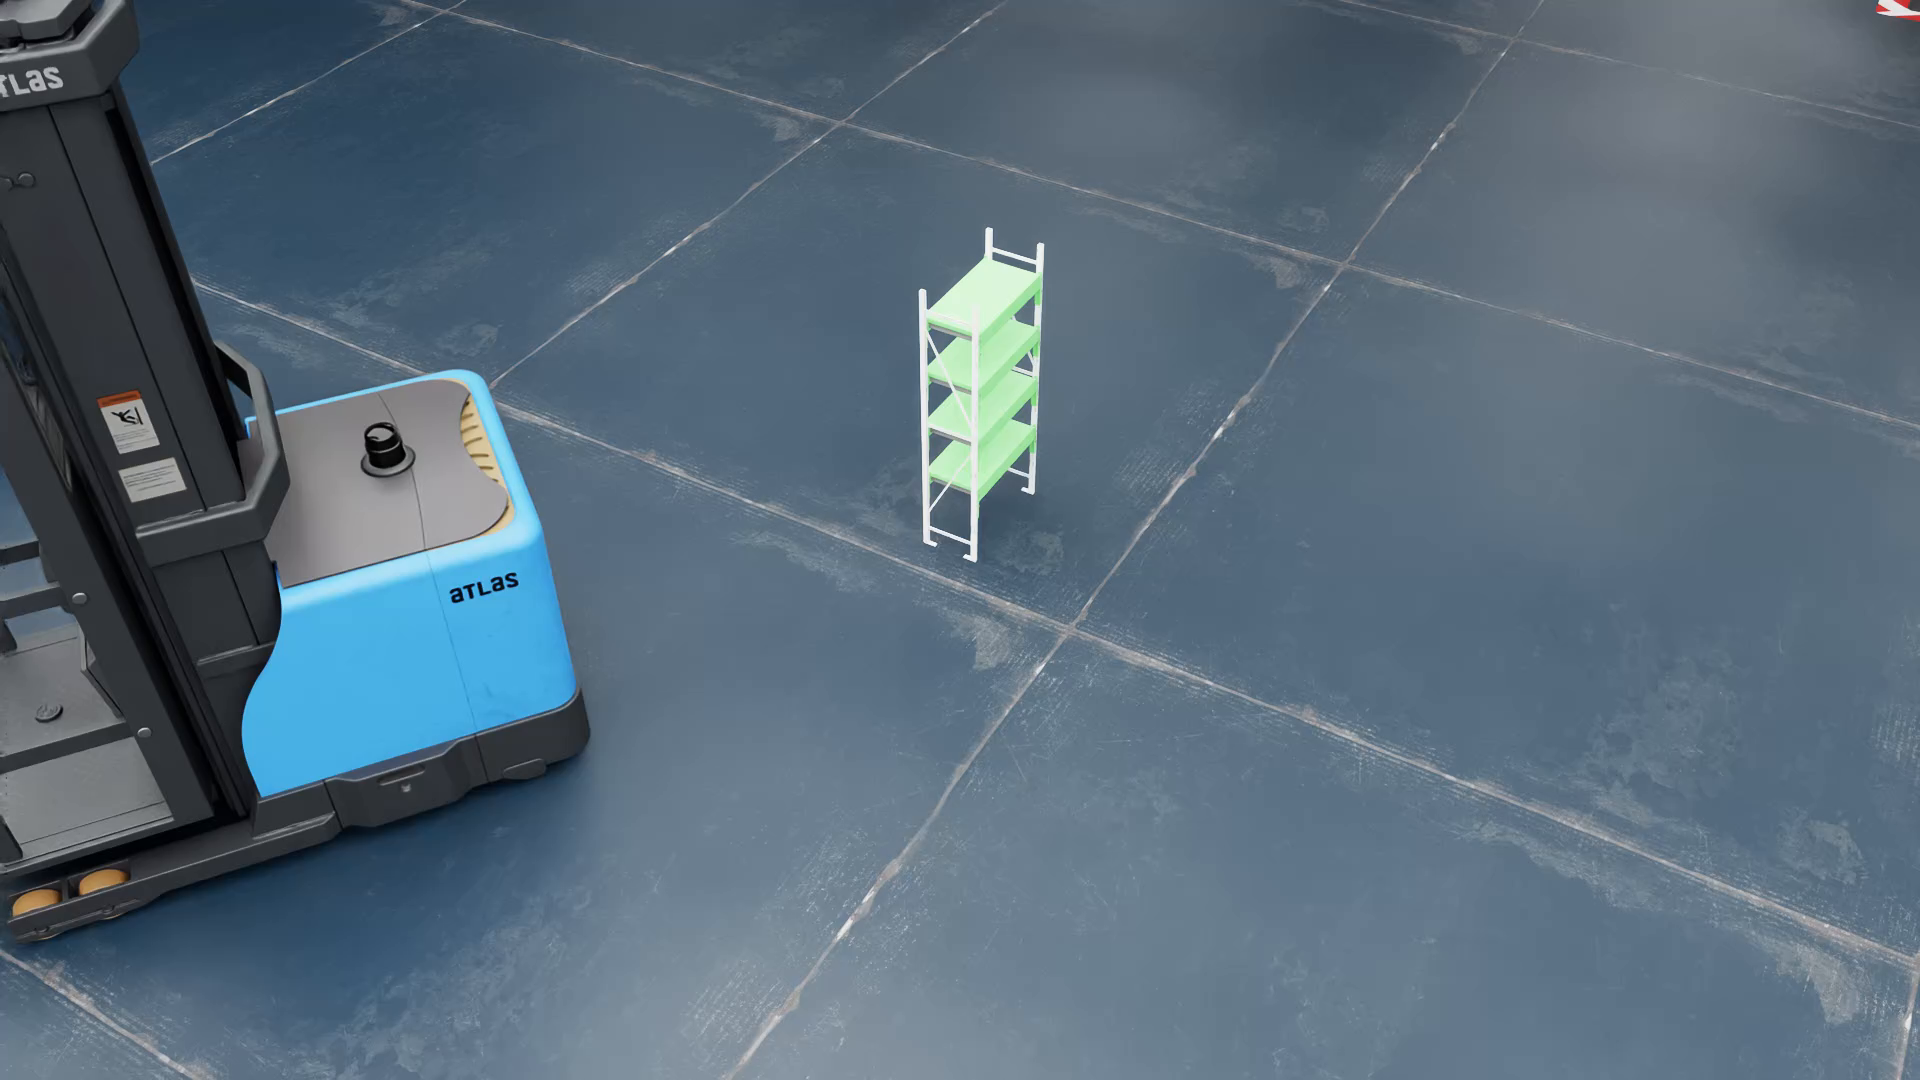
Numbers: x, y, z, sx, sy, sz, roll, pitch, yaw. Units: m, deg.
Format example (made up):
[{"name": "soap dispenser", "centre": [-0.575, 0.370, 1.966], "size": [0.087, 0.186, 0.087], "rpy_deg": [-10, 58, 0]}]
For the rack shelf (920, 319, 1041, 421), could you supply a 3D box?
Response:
[{"name": "rack shelf", "centre": [0.083, -0.677, 6.345], "size": [0.258, 0.148, 0.480], "rpy_deg": [21, 45, 22]}]

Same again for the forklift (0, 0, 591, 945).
[{"name": "forklift", "centre": [-2.865, -0.225, 4.788], "size": [3.031, 2.935, 1.130], "rpy_deg": [-16, 44, -18]}]

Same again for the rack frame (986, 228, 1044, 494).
[{"name": "rack frame", "centre": [0.205, -0.685, 6.620], "size": [0.240, 1.200, 0.015], "rpy_deg": [21, 45, 22]}]

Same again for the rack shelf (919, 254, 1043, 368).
[{"name": "rack shelf", "centre": [0.083, -0.857, 6.186], "size": [0.258, 0.148, 0.480], "rpy_deg": [21, 45, 22]}]

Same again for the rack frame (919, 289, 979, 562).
[{"name": "rack frame", "centre": [-0.039, -0.405, 6.302], "size": [0.240, 1.200, 0.015], "rpy_deg": [21, 45, 22]}]

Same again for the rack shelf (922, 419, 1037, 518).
[{"name": "rack shelf", "centre": [0.083, -0.317, 6.662], "size": [0.258, 0.148, 0.480], "rpy_deg": [21, 45, 22]}]

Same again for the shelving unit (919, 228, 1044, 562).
[{"name": "shelving unit", "centre": [0.083, -0.545, 6.461], "size": [0.258, 1.200, 0.503], "rpy_deg": [21, 45, 22]}]

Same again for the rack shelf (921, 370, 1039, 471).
[{"name": "rack shelf", "centre": [0.083, -0.497, 6.503], "size": [0.258, 0.148, 0.480], "rpy_deg": [21, 45, 22]}]
